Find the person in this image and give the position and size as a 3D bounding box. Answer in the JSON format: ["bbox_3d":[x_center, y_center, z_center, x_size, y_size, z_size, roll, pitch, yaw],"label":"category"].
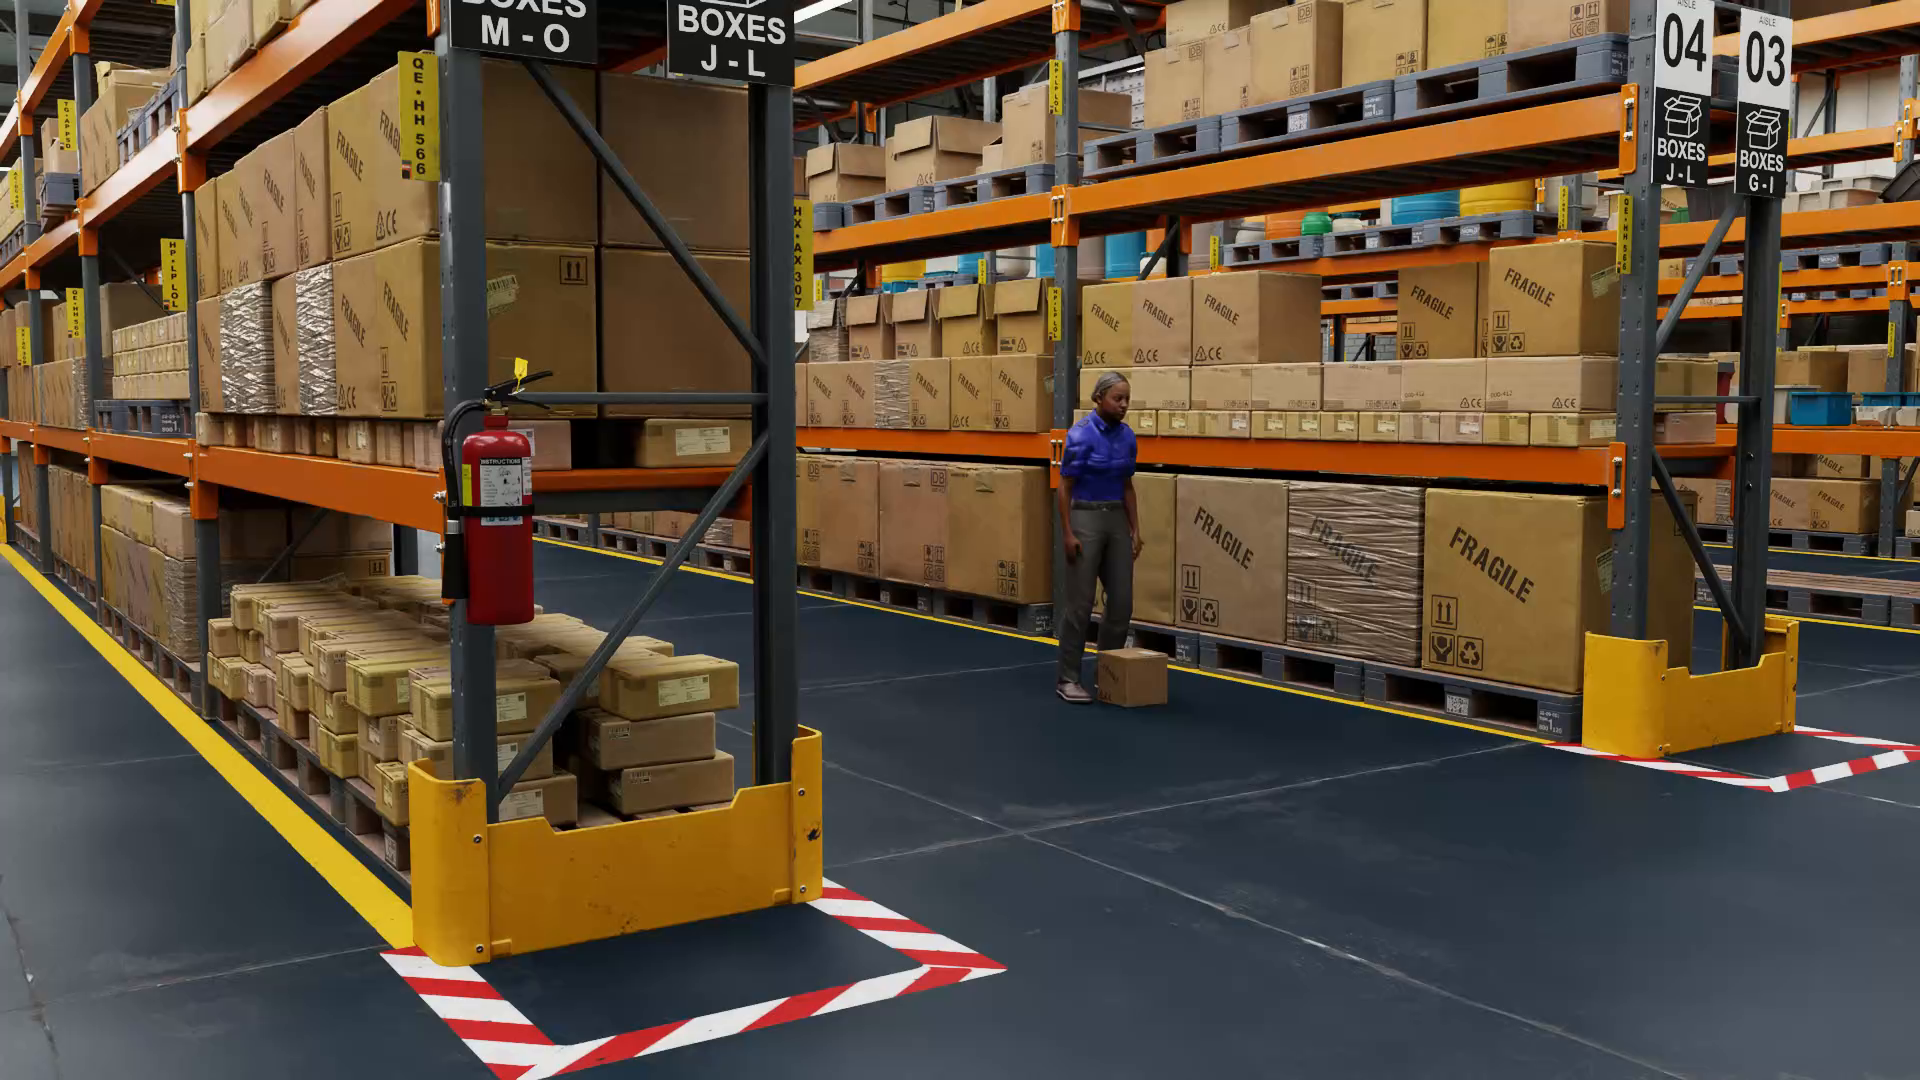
[{"bbox_3d":[0.707,-0.027,8.434,0.512,1.654,0.351,-3,6,-34],"label":"person"}]
